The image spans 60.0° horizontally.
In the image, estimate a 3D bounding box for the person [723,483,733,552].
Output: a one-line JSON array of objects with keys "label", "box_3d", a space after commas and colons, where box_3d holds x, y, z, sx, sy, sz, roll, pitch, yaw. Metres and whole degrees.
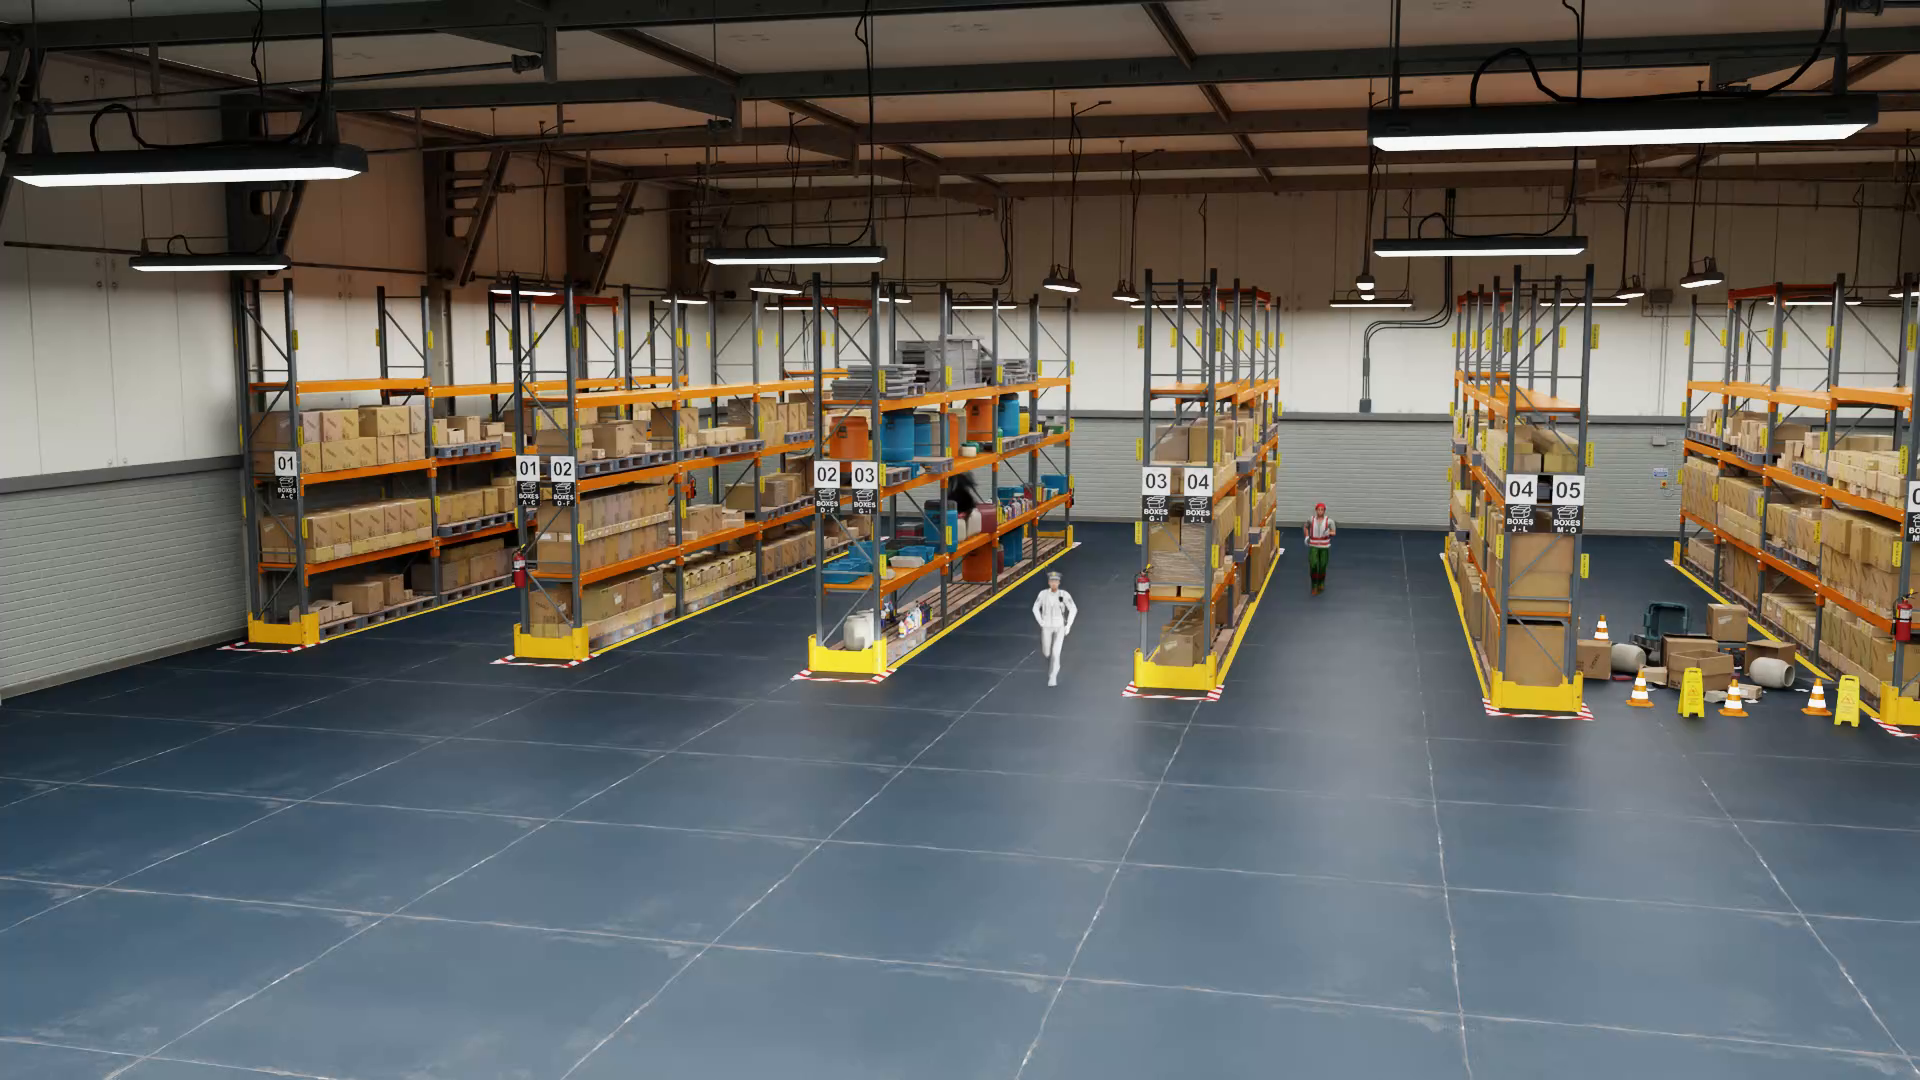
[{"label": "person", "box_3d": [-5.096, -0.378, 37.553, 0.638, 1.811, 0.877, 1, 7, 12]}]

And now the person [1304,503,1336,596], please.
[{"label": "person", "box_3d": [7.092, 0.182, 32.834, 0.630, 1.843, 0.735, 2, 7, 12]}]

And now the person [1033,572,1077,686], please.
[{"label": "person", "box_3d": [1.374, 1.280, 24.363, 0.653, 1.672, 0.550, 2, 7, 14]}]
